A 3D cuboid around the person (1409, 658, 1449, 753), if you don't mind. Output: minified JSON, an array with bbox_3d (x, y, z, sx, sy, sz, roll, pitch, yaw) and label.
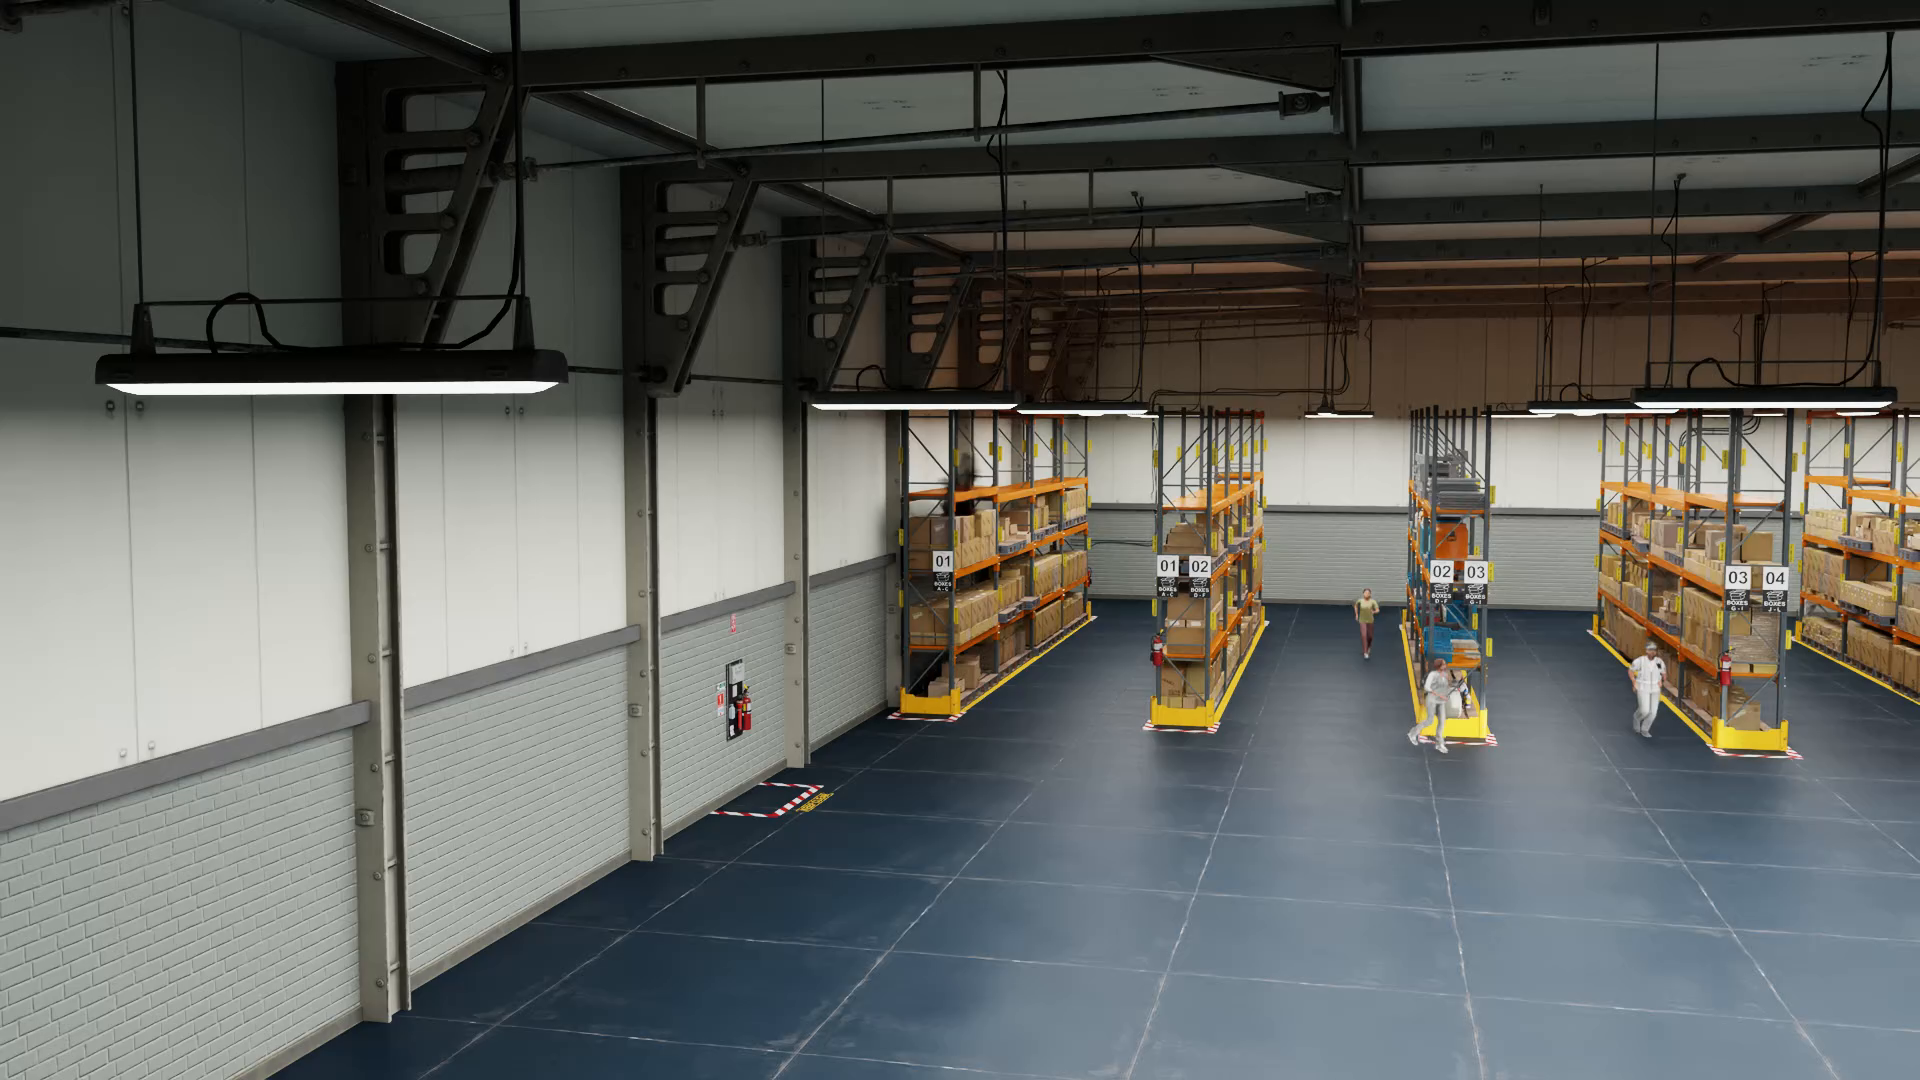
[{"bbox_3d":[8.302,2.852,29.033,0.595,1.599,0.772,-3,5,-36],"label":"person"}]

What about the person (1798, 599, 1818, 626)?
[{"bbox_3d":[22.664,1.692,44.231,0.590,1.726,0.673,0,4,3],"label":"person"}]

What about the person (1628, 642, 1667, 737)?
[{"bbox_3d":[12.461,2.700,30.066,0.643,1.733,0.573,0,4,7],"label":"person"}]

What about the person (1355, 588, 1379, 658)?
[{"bbox_3d":[9.827,1.985,40.157,0.576,1.652,0.947,1,4,11],"label":"person"}]
